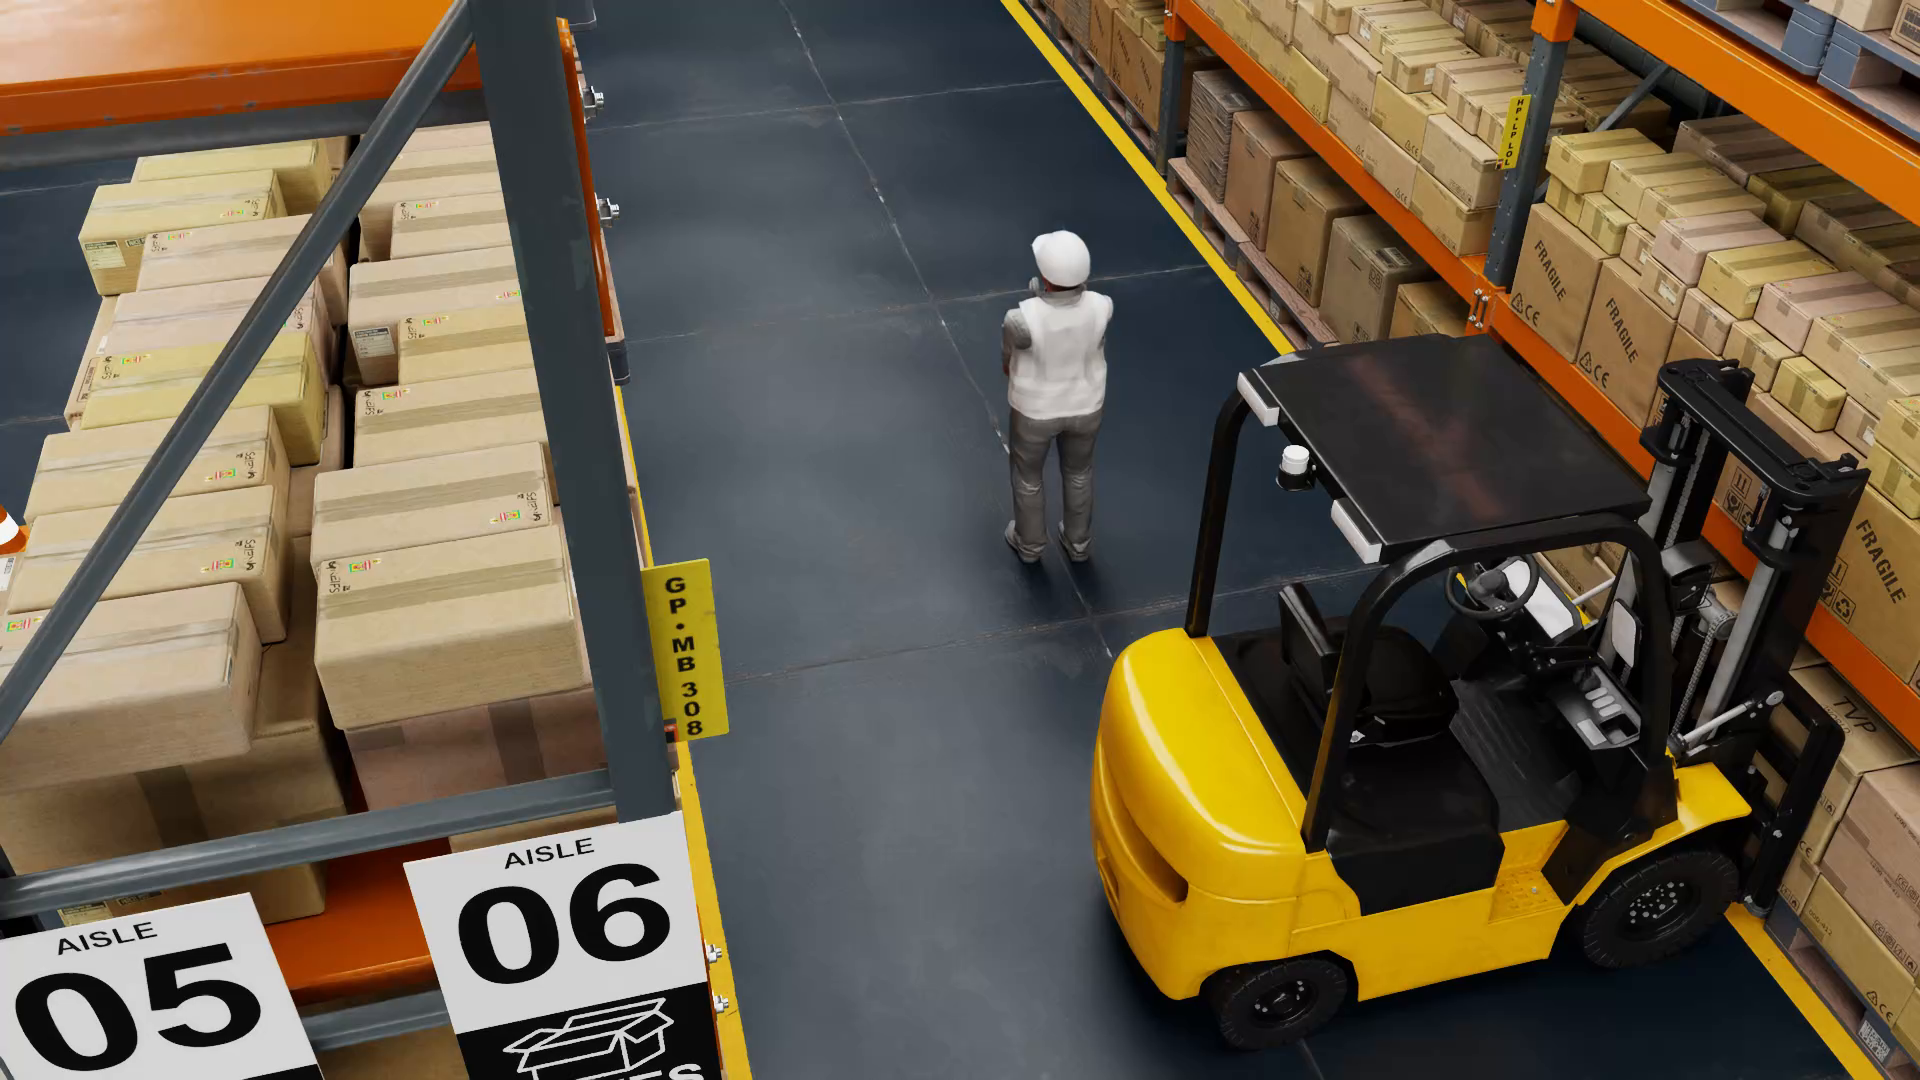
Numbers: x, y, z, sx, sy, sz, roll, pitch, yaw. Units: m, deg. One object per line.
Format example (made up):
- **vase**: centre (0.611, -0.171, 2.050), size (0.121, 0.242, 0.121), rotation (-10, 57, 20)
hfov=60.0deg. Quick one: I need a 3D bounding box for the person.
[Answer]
- **person**: centre (0.398, -0.671, 7.561), size (0.494, 1.763, 0.556), rotation (-9, 39, -12)
